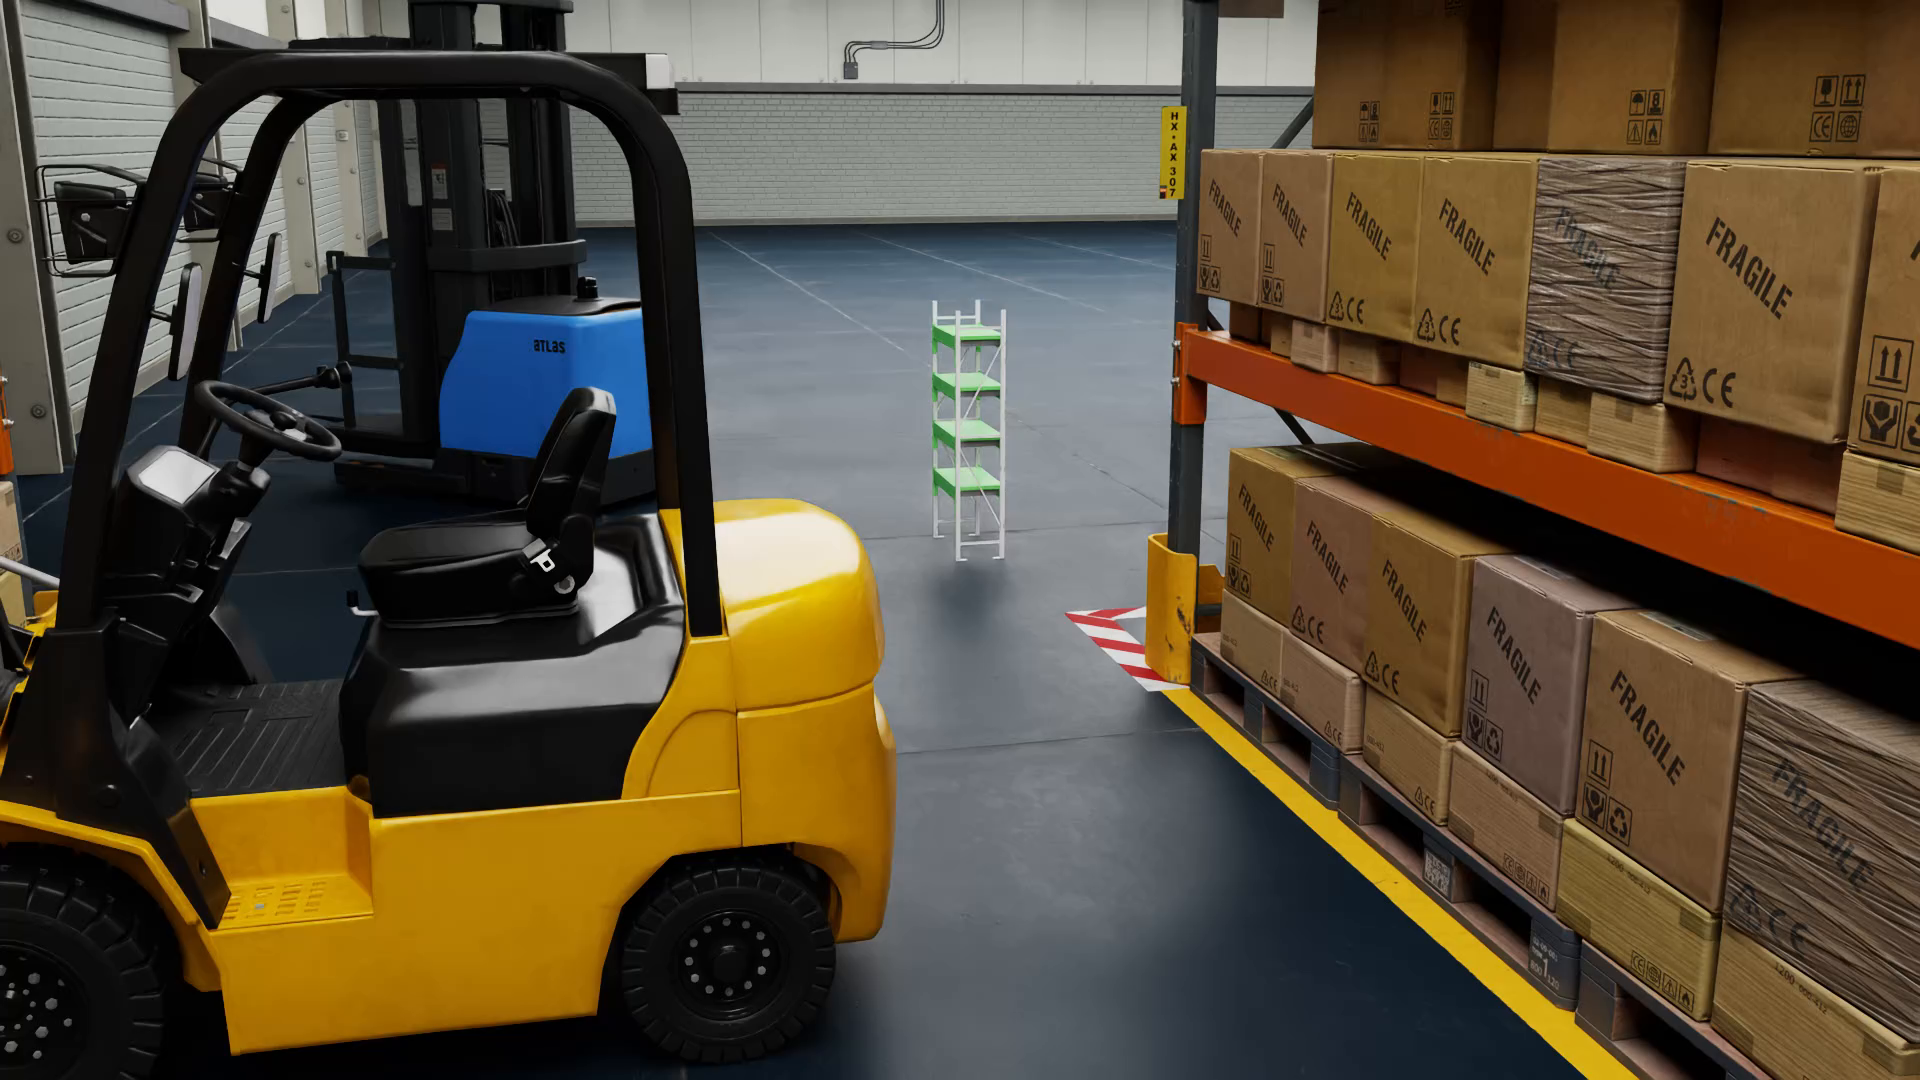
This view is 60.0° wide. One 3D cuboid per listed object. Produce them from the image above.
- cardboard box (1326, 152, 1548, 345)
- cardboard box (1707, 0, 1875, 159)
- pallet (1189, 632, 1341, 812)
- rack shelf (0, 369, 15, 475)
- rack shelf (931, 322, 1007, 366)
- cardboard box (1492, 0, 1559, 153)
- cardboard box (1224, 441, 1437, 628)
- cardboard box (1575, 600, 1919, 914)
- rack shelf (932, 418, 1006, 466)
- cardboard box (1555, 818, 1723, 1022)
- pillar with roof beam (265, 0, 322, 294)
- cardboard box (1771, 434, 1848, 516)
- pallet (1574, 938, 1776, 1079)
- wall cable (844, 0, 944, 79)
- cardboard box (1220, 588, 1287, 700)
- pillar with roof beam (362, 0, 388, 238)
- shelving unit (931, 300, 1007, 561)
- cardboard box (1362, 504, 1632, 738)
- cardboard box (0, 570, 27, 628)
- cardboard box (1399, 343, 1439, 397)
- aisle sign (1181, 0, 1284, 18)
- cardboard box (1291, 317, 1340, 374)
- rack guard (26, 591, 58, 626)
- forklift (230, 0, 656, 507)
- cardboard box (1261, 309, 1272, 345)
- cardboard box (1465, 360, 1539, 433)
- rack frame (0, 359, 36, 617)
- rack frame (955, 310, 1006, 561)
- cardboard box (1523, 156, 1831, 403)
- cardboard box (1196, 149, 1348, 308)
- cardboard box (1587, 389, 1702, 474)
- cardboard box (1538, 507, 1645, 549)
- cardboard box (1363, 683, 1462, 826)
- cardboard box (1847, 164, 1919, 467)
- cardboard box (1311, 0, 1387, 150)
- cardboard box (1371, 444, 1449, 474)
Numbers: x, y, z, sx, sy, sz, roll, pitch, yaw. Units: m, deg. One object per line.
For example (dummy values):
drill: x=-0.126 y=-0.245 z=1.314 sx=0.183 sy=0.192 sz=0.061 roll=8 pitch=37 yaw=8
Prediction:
cardboard box: x=1.385 y=-0.835 z=4.687 sx=0.500 sy=0.500 sz=0.500 roll=-4 pitch=14 yaw=-14
cardboard box: x=2.154 y=-1.109 z=3.703 sx=0.700 sy=0.500 sz=0.500 roll=-4 pitch=14 yaw=-14
pallet: x=1.472 y=0.558 z=5.698 sx=1.003 sy=0.211 sz=1.213 roll=-3 pitch=14 yaw=-13
rack shelf: x=-3.057 y=0.085 z=3.275 sx=1.077 sy=0.370 sz=4.000 roll=-3 pitch=14 yaw=-13
rack shelf: x=0.039 y=-0.949 z=8.030 sx=0.258 sy=0.148 sz=0.480 roll=-3 pitch=14 yaw=-13
cardboard box: x=1.961 y=-1.347 z=4.678 sx=0.700 sy=0.500 sz=0.500 roll=-3 pitch=14 yaw=-14
cardboard box: x=1.224 y=-0.029 z=5.554 sx=0.500 sy=0.500 sz=0.500 roll=-4 pitch=14 yaw=-15
cardboard box: x=1.716 y=0.448 z=3.601 sx=0.500 sy=0.500 sz=0.500 roll=-3 pitch=14 yaw=-12
rack shelf: x=0.039 y=-0.483 z=8.144 sx=0.258 sy=0.148 sz=0.480 roll=-3 pitch=14 yaw=-13
cardboard box: x=1.702 y=0.807 z=3.711 sx=0.500 sy=0.250 sz=0.500 roll=-4 pitch=14 yaw=-15
pillar with roof beam: x=-4.282 y=-7.822 z=21.481 sx=9.100 sy=9.000 sz=0.400 roll=-3 pitch=14 yaw=-13
cardboard box: x=1.814 y=-0.137 z=3.199 sx=0.380 sy=0.149 sz=0.250 roll=-3 pitch=14 yaw=-13
pallet: x=2.045 y=1.121 z=3.394 sx=1.003 sy=0.211 sz=1.213 roll=-3 pitch=14 yaw=-13
wall cable: x=-1.460 y=-13.281 z=36.661 sx=2.305 sy=6.003 sz=0.169 roll=-3 pitch=14 yaw=-13
cardboard box: x=1.218 y=0.330 z=5.665 sx=0.500 sy=0.250 sz=0.500 roll=-3 pitch=14 yaw=-14
pillar with roof beam: x=-7.100 y=-10.590 z=32.813 sx=9.100 sy=9.000 sz=0.400 roll=-3 pitch=14 yaw=-13
shelving unit: x=0.039 y=-0.545 z=8.128 sx=0.258 sy=1.200 sz=0.503 roll=-3 pitch=14 yaw=-13
cardboard box: x=1.461 y=0.208 z=4.586 sx=0.500 sy=0.500 sz=0.500 roll=-3 pitch=14 yaw=-12
cardboard box: x=-3.108 y=0.258 z=4.907 sx=0.500 sy=0.250 sz=0.500 roll=-3 pitch=14 yaw=-14
cardboard box: x=1.461 y=-0.492 z=4.649 sx=0.380 sy=0.149 sz=0.250 roll=-3 pitch=14 yaw=-11
aisle sign: x=0.982 y=-2.263 z=5.893 sx=0.394 sy=0.787 sz=0.004 roll=-3 pitch=14 yaw=-13
cardboard box: x=1.248 y=-0.607 z=5.121 sx=0.380 sy=0.149 sz=0.250 roll=-3 pitch=14 yaw=-12
rack guard: x=-3.532 y=0.483 z=5.397 sx=1.175 sy=0.500 sz=0.348 roll=-3 pitch=14 yaw=-13
forklift: x=-3.036 y=-1.794 z=9.596 sx=3.031 sy=2.935 sz=1.130 roll=7 pitch=16 yaw=27
cardboard box: x=1.249 y=-0.734 z=5.640 sx=0.380 sy=0.149 sz=0.250 roll=-3 pitch=14 yaw=-12
cardboard box: x=1.497 y=-0.368 z=4.142 sx=0.380 sy=0.149 sz=0.250 roll=-3 pitch=14 yaw=-13
rack frame: x=-3.527 y=-0.726 z=5.078 sx=1.000 sy=3.000 sz=0.127 roll=-3 pitch=14 yaw=-13
rack frame: x=0.096 y=-0.488 z=7.898 sx=0.240 sy=1.200 sz=0.015 roll=-3 pitch=14 yaw=-13
cardboard box: x=1.637 y=-0.600 z=3.726 sx=0.500 sy=0.500 sz=0.500 roll=-3 pitch=14 yaw=-12
cardboard box: x=1.139 y=-1.072 z=5.656 sx=0.500 sy=0.500 sz=0.500 roll=-4 pitch=14 yaw=-14
cardboard box: x=1.623 y=-0.250 z=3.659 sx=0.380 sy=0.149 sz=0.250 roll=-3 pitch=14 yaw=-14
cardboard box: x=1.977 y=0.171 z=4.734 sx=0.500 sy=0.500 sz=0.500 roll=-4 pitch=14 yaw=-15
cardboard box: x=1.471 y=0.573 z=4.669 sx=0.500 sy=0.250 sz=0.500 roll=-2 pitch=14 yaw=-9
cardboard box: x=1.891 y=-0.362 z=2.752 sx=0.500 sy=0.500 sz=0.500 roll=-4 pitch=14 yaw=-15
cardboard box: x=1.630 y=-1.576 z=5.615 sx=0.700 sy=0.500 sz=0.500 roll=-4 pitch=14 yaw=-15
cardboard box: x=1.739 y=-0.066 z=5.704 sx=0.500 sy=0.500 sz=0.500 roll=-3 pitch=14 yaw=-13
